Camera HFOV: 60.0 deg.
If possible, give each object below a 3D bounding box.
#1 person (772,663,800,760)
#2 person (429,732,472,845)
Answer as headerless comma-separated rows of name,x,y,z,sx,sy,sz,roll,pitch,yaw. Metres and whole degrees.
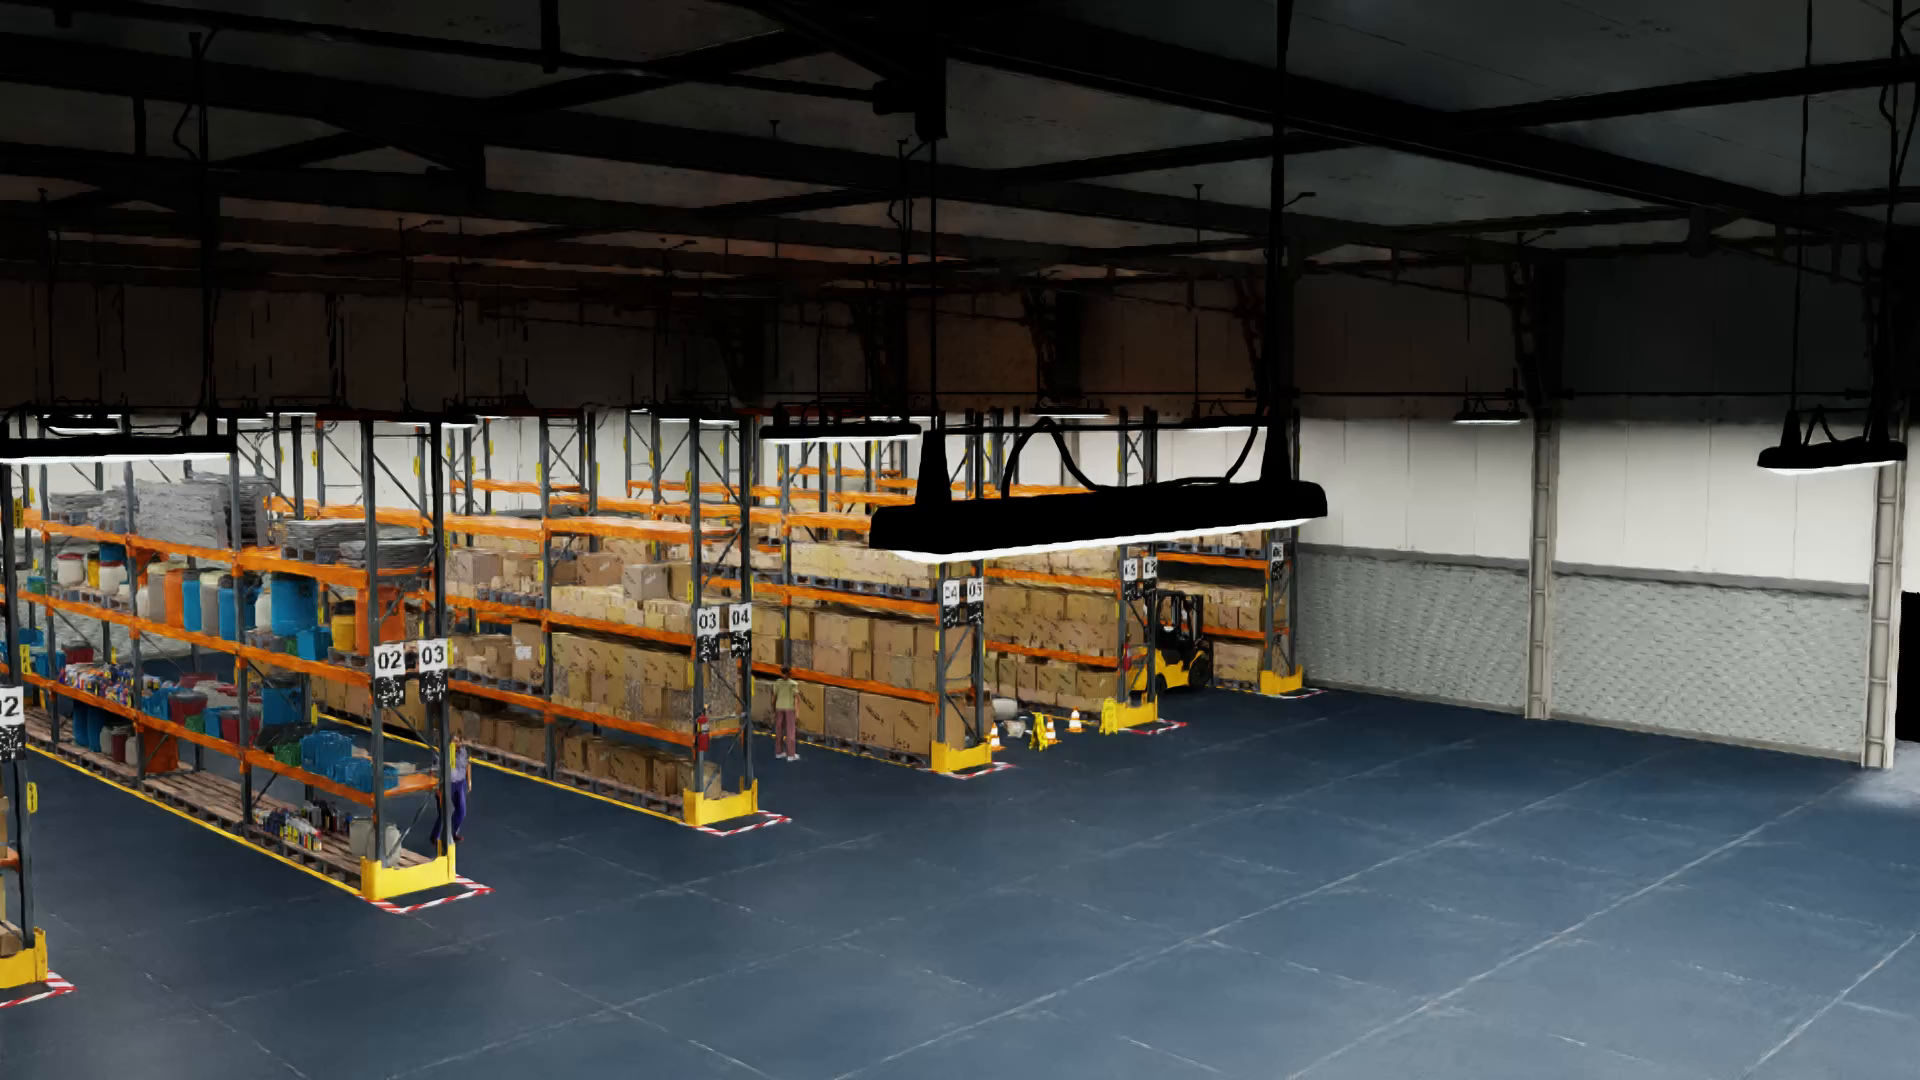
person,-2.994,2.943,28.691,0.498,1.675,0.441,1,5,13
person,-7.166,3.474,23.378,0.517,1.596,0.625,4,7,41
